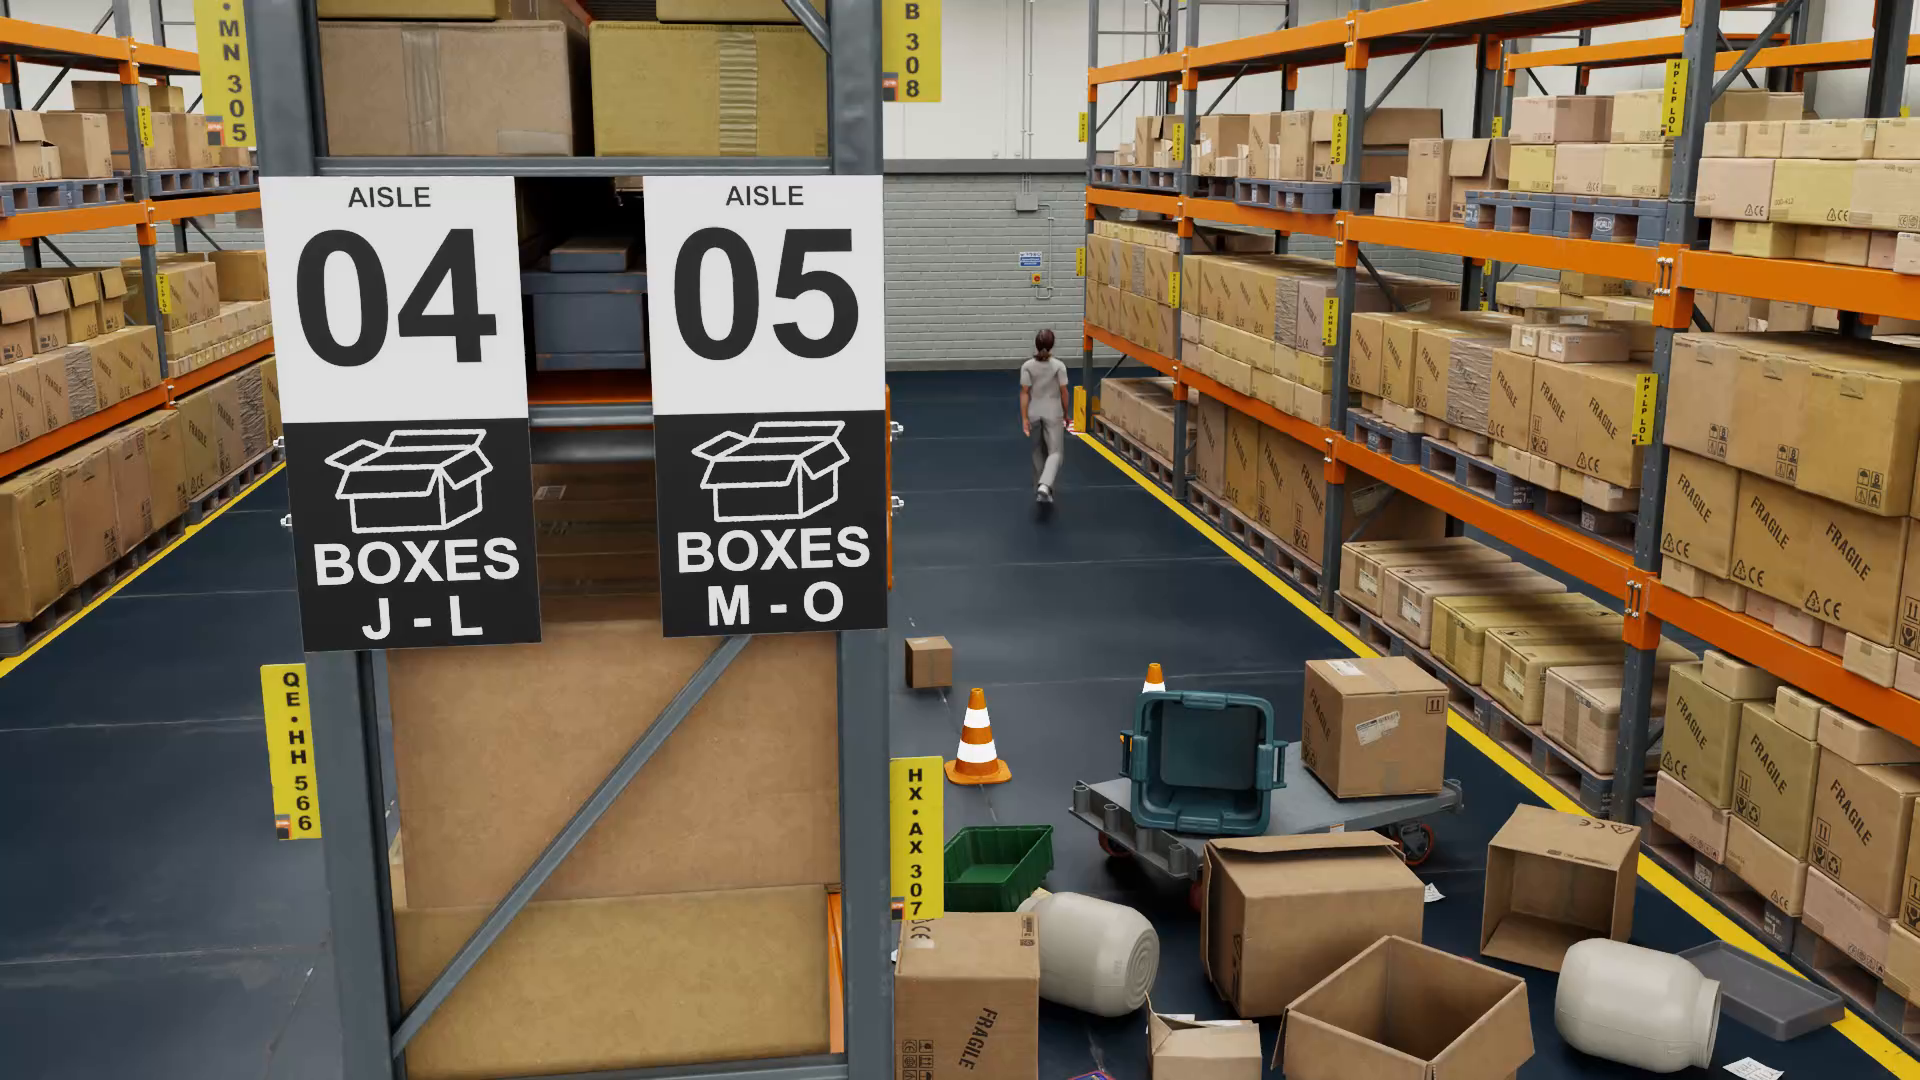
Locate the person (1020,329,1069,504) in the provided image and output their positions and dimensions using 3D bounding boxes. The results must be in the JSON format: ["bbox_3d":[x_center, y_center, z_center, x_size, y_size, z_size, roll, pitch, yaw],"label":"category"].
[{"bbox_3d":[0.770,-1.114,15.212,0.436,1.632,0.898,3,14,14],"label":"person"}]
